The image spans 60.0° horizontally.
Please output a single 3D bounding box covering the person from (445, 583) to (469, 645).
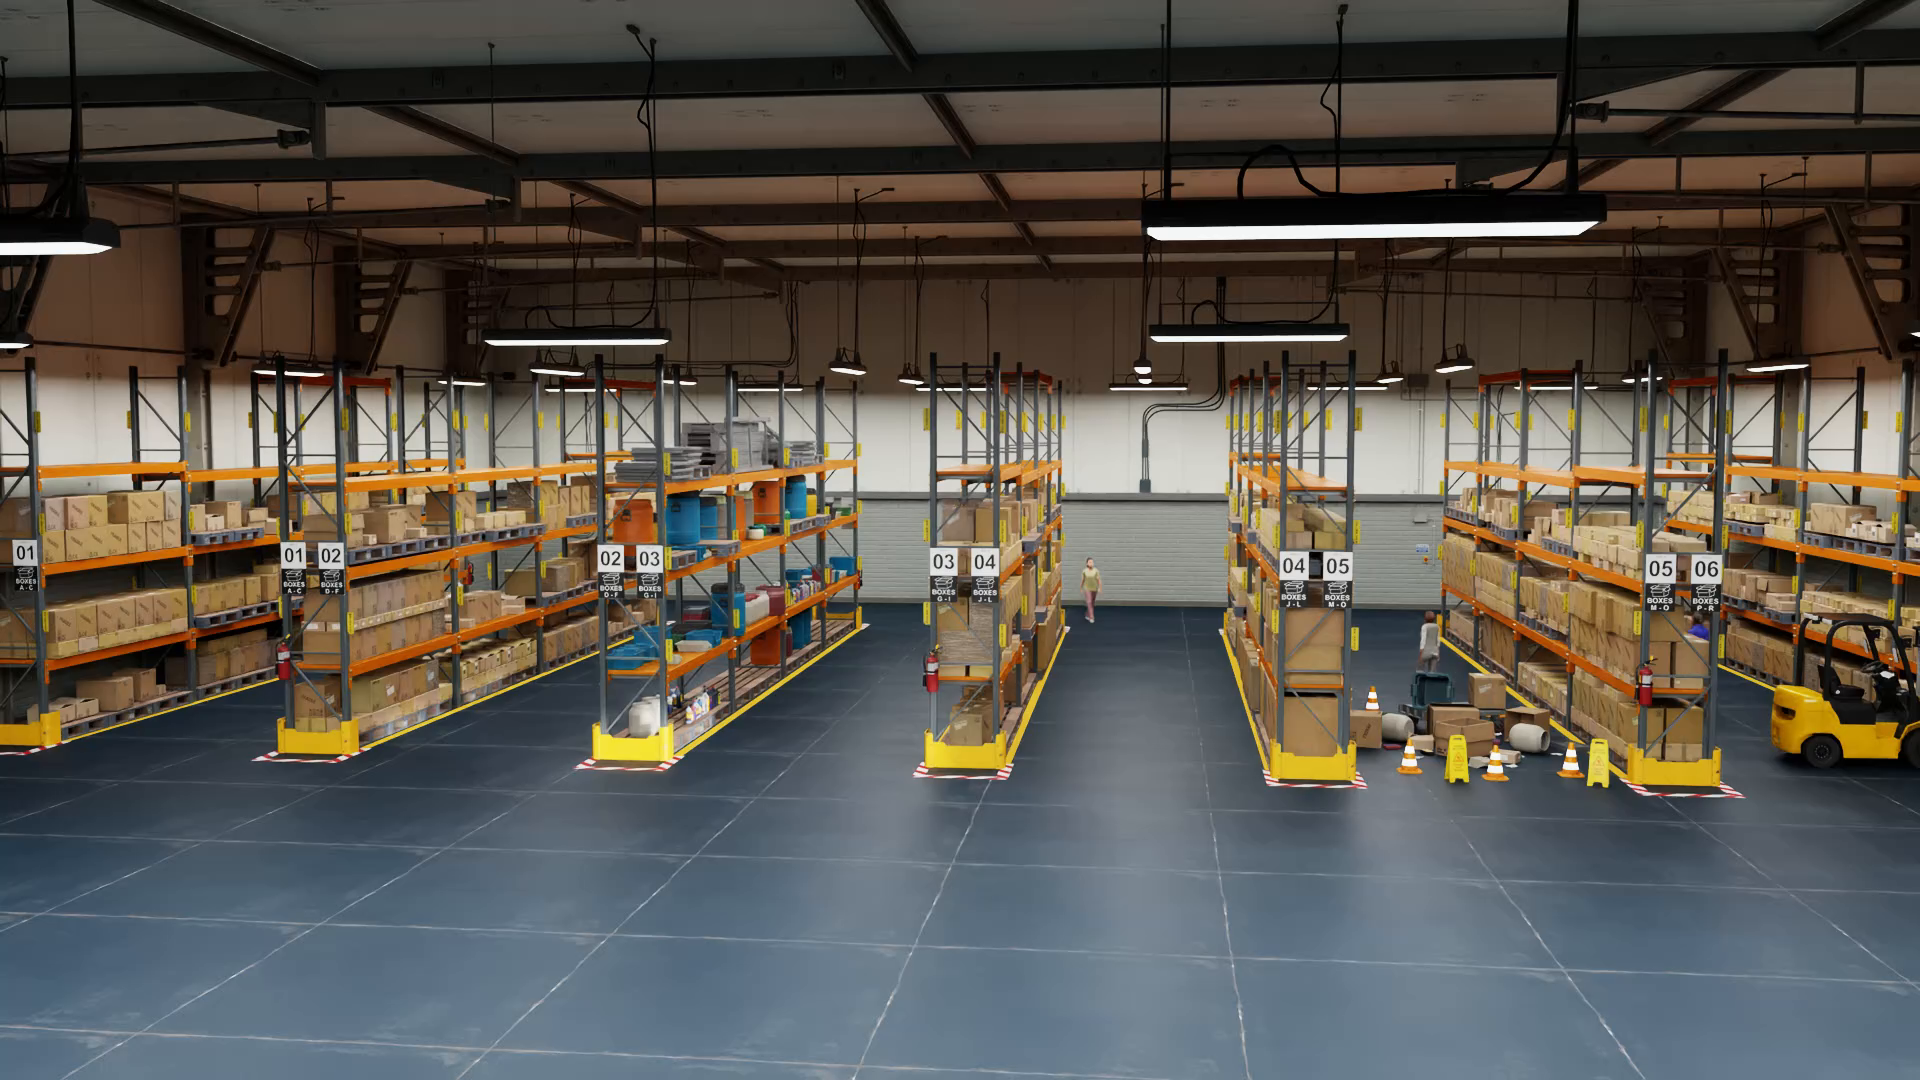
[{"bbox_3d":[-10.493,1.702,34.911,0.665,1.666,0.699,1,4,16],"label":"person"}]

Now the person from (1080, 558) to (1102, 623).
[{"bbox_3d":[3.282,1.248,41.438,0.475,1.601,1.069,-1,4,-12],"label":"person"}]

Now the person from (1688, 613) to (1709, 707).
[{"bbox_3d":[12.959,2.123,29.278,0.500,1.695,0.358,-2,4,-20],"label":"person"}]

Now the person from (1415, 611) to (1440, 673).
[{"bbox_3d":[8.484,2.106,30.073,0.443,1.589,0.362,-2,4,-22],"label":"person"}]
